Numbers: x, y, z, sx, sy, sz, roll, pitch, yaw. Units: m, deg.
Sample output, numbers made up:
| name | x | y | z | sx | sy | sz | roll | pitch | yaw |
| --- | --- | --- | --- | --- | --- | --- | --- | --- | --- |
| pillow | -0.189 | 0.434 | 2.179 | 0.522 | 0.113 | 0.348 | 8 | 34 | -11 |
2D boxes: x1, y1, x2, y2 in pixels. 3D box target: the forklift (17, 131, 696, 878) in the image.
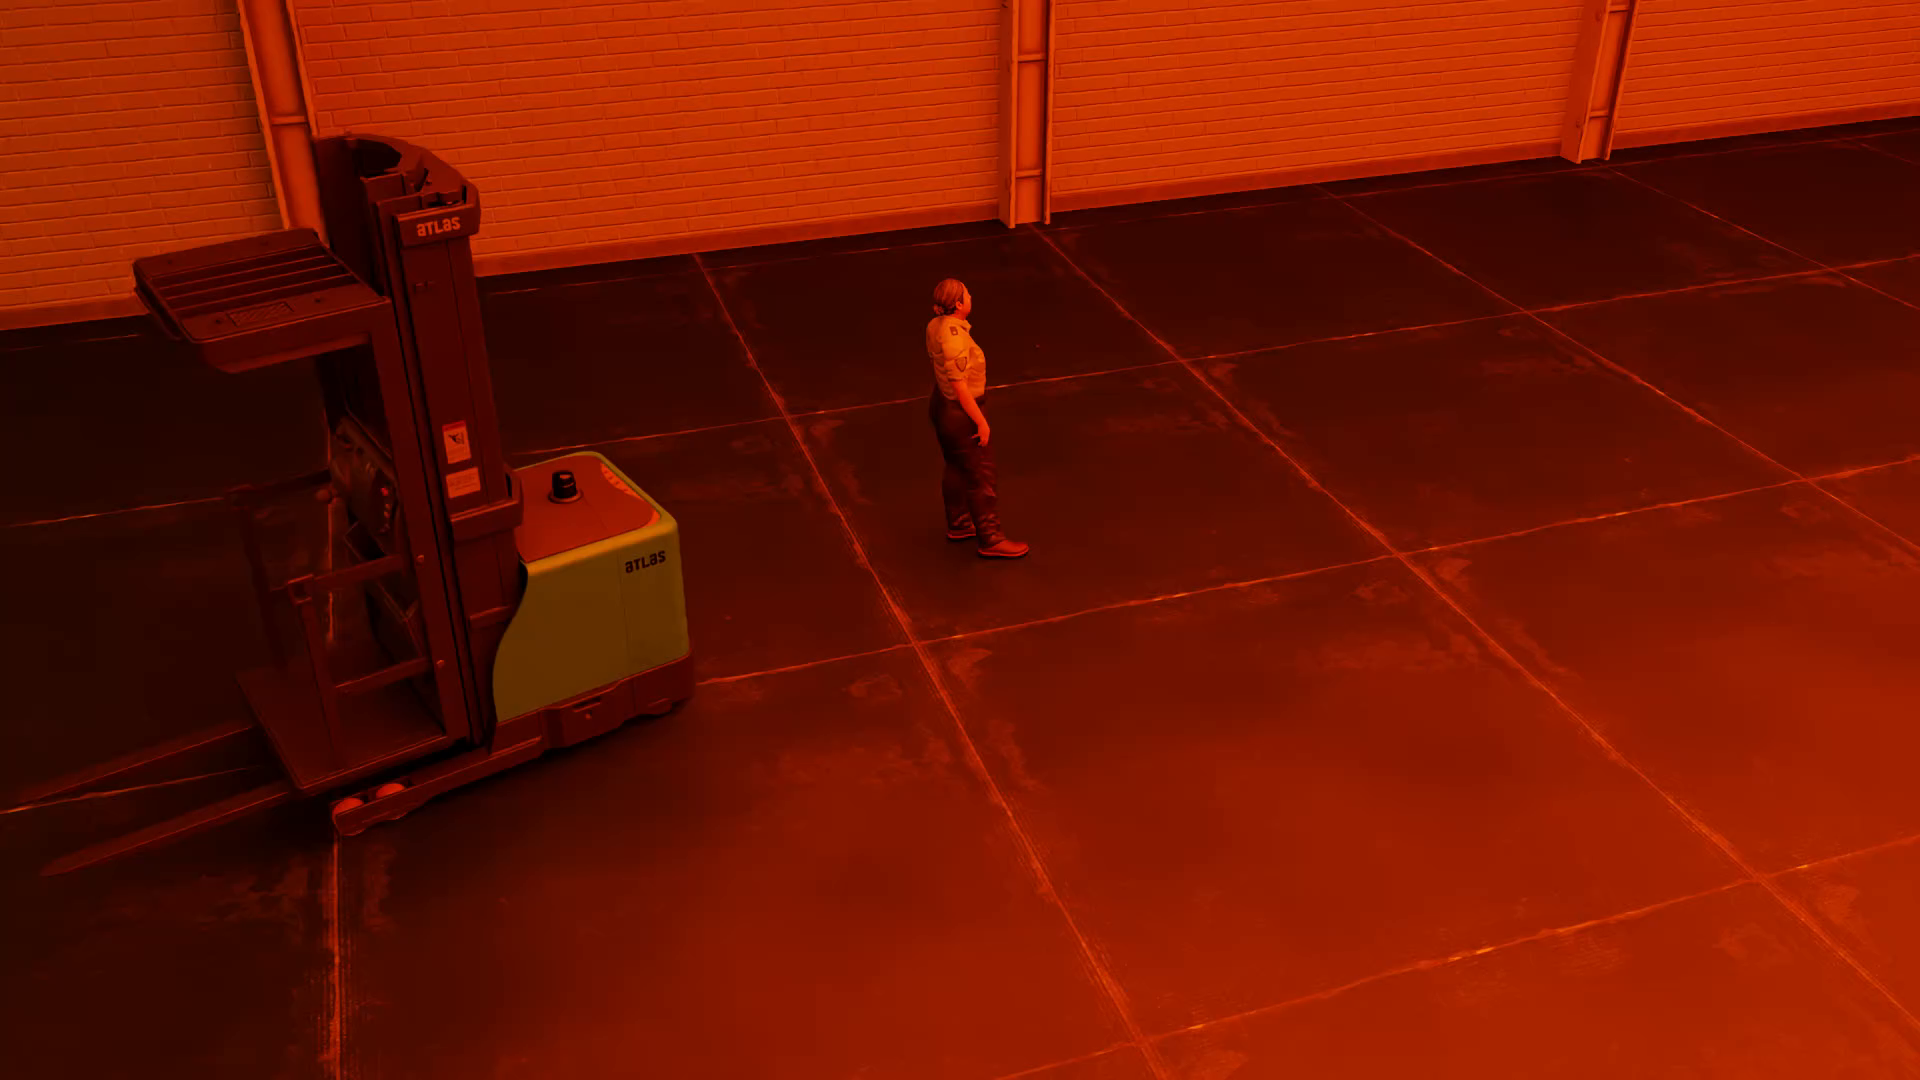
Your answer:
| name | x | y | z | sx | sy | sz | roll | pitch | yaw |
| --- | --- | --- | --- | --- | --- | --- | --- | --- | --- |
| forklift | -2.857 | -0.211 | 7.453 | 3.031 | 2.935 | 1.130 | -19 | 35 | -30 |

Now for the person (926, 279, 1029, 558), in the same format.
| name | x | y | z | sx | sy | sz | roll | pitch | yaw |
| --- | --- | --- | --- | --- | --- | --- | --- | --- | --- |
| person | 0.092 | -0.724 | 9.617 | 0.503 | 1.651 | 0.598 | -10 | 31 | -16 |
